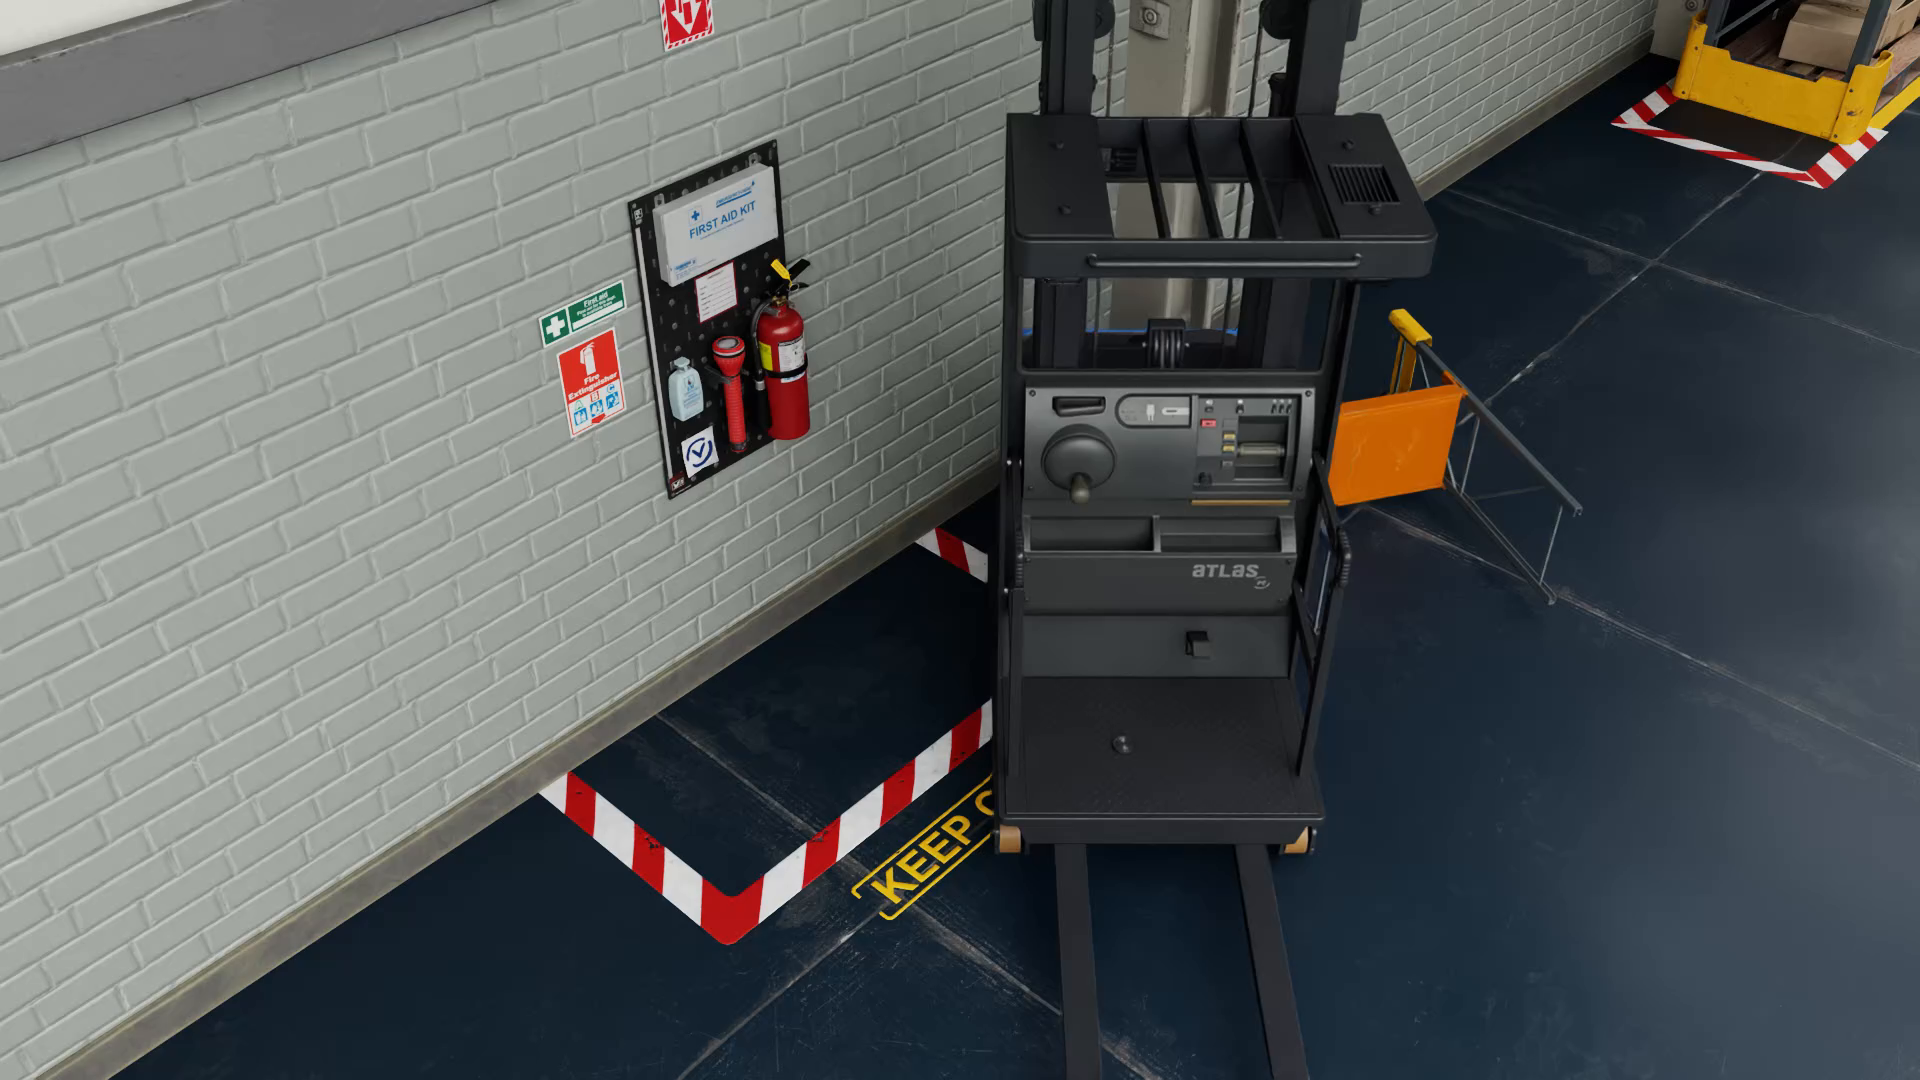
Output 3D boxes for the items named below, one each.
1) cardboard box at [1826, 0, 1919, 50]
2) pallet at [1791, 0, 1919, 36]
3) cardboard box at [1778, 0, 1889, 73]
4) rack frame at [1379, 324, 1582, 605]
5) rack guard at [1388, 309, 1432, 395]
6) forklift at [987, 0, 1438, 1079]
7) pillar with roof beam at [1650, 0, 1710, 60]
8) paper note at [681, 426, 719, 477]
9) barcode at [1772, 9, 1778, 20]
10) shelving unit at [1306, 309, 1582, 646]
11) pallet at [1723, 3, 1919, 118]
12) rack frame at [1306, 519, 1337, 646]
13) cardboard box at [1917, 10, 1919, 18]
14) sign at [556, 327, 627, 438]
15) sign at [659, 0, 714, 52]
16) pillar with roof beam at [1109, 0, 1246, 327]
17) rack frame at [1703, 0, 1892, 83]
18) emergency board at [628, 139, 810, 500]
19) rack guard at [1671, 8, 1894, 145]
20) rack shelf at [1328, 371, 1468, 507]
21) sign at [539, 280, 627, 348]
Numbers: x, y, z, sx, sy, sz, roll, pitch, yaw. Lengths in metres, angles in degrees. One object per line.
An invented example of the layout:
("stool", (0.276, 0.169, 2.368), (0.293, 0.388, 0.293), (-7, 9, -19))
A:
("cardboard box", (6.070, -3.565, 11.131), (0.500, 0.311, 0.500), (-30, 47, -32))
("pallet", (6.600, -3.763, 11.813), (1.003, 0.211, 1.213), (30, 47, 32))
("cardboard box", (5.685, -3.304, 10.801), (0.500, 0.311, 0.500), (24, 44, 27))
("rack frame", (2.217, -0.378, 7.233), (0.032, 0.500, 1.500), (-10, 40, -13))
("rack guard", (2.041, -0.752, 7.703), (0.087, 0.587, 0.250), (-10, 40, -13))
("forklift", (0.674, -0.239, 5.196), (1.130, 2.935, 3.031), (0, 38, 0))
("pillar with roof beam", (8.163, -5.129, 6.470), (9.100, 9.000, 0.400), (30, 47, 32))
("paper note", (-0.928, -0.316, 5.945), (0.016, 0.148, 0.142), (30, 47, 32))
("barcode", (5.402, -3.483, 11.020), (0.001, 0.075, 0.075), (30, 47, 32))
("shelving unit", (1.737, -0.292, 7.124), (1.083, 0.587, 1.500), (-10, 40, -13))
("pallet", (5.777, -3.205, 11.112), (1.003, 0.211, 1.213), (30, 47, 32))
("rack frame", (1.240, -0.202, 7.011), (0.032, 0.500, 1.500), (-10, 40, -13))
("cardboard box", (6.601, -3.955, 11.469), (0.700, 0.500, 0.500), (27, 46, 29))
("sign", (-1.207, -0.516, 5.460), (0.001, 0.329, 0.234), (30, 47, 32))
("sign", (-0.837, -1.658, 5.063), (0.001, 0.298, 0.199), (30, 47, 32))
("pillar with roof beam", (4.115, -2.372, 3.003), (9.100, 9.000, 0.400), (30, 47, 32))
("rack frame", (5.152, -3.904, 9.749), (1.000, 3.000, 0.127), (30, 47, 32))
("emergency board", (-0.758, -0.713, 5.736), (0.194, 1.169, 0.643), (30, 47, 32))
("rack guard", (5.203, -2.960, 10.571), (1.175, 0.500, 0.348), (30, 47, 32))
("rack shelf", (1.678, -0.398, 7.257), (1.000, 0.538, 0.185), (-10, 40, -13))
("sign", (-1.197, -0.722, 5.293), (0.001, 0.109, 0.331), (30, 47, 32))
